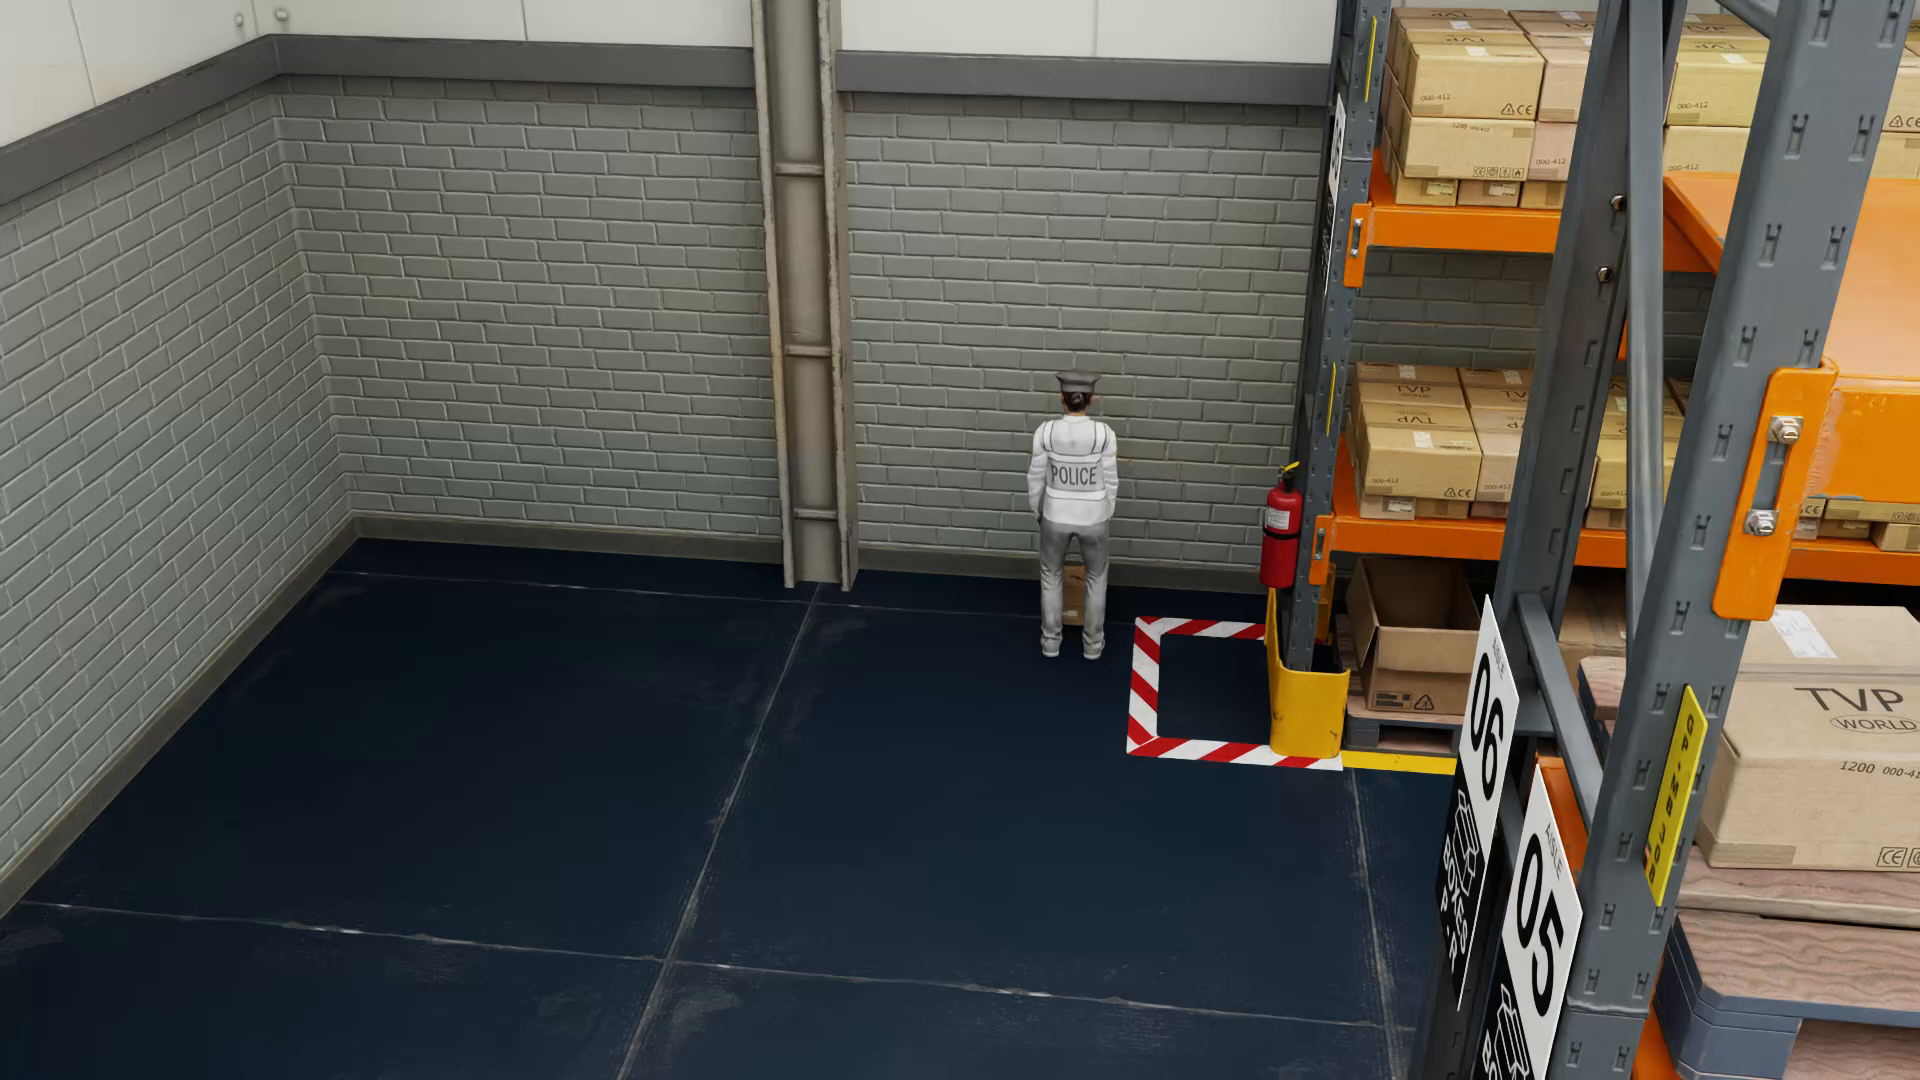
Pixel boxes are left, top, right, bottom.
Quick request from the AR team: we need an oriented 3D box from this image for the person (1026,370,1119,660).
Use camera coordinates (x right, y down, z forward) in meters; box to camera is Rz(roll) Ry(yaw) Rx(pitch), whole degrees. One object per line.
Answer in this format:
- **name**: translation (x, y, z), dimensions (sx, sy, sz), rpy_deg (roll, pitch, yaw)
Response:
- **person**: translation (0.595, -0.120, 8.870), dimensions (0.485, 1.653, 0.381), rpy_deg (4, 29, 7)
